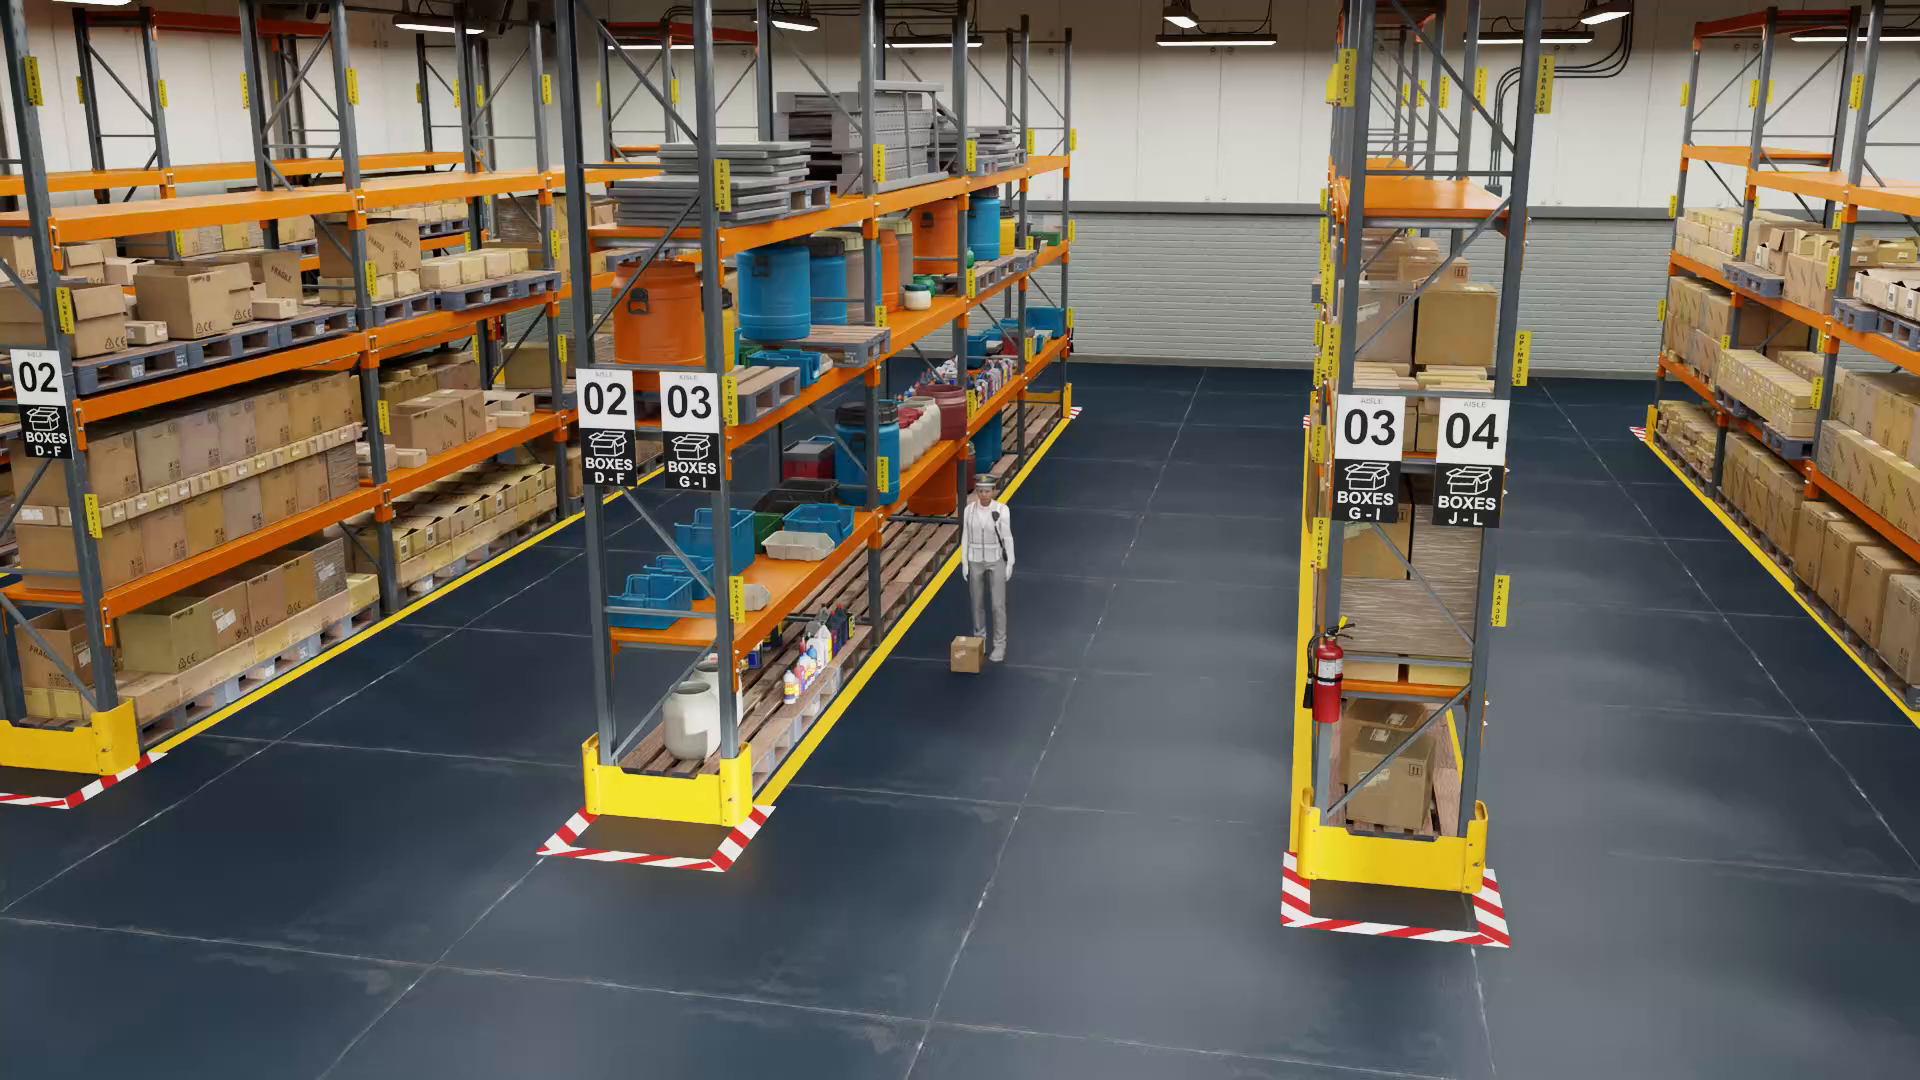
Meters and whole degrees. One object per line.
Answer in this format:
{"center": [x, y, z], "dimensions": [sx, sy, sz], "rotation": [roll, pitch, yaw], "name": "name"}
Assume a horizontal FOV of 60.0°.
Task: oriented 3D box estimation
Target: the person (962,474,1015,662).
{"center": [0.231, 0.235, 15.044], "dimensions": [0.492, 1.680, 0.531], "rotation": [3, 15, 13], "name": "person"}
